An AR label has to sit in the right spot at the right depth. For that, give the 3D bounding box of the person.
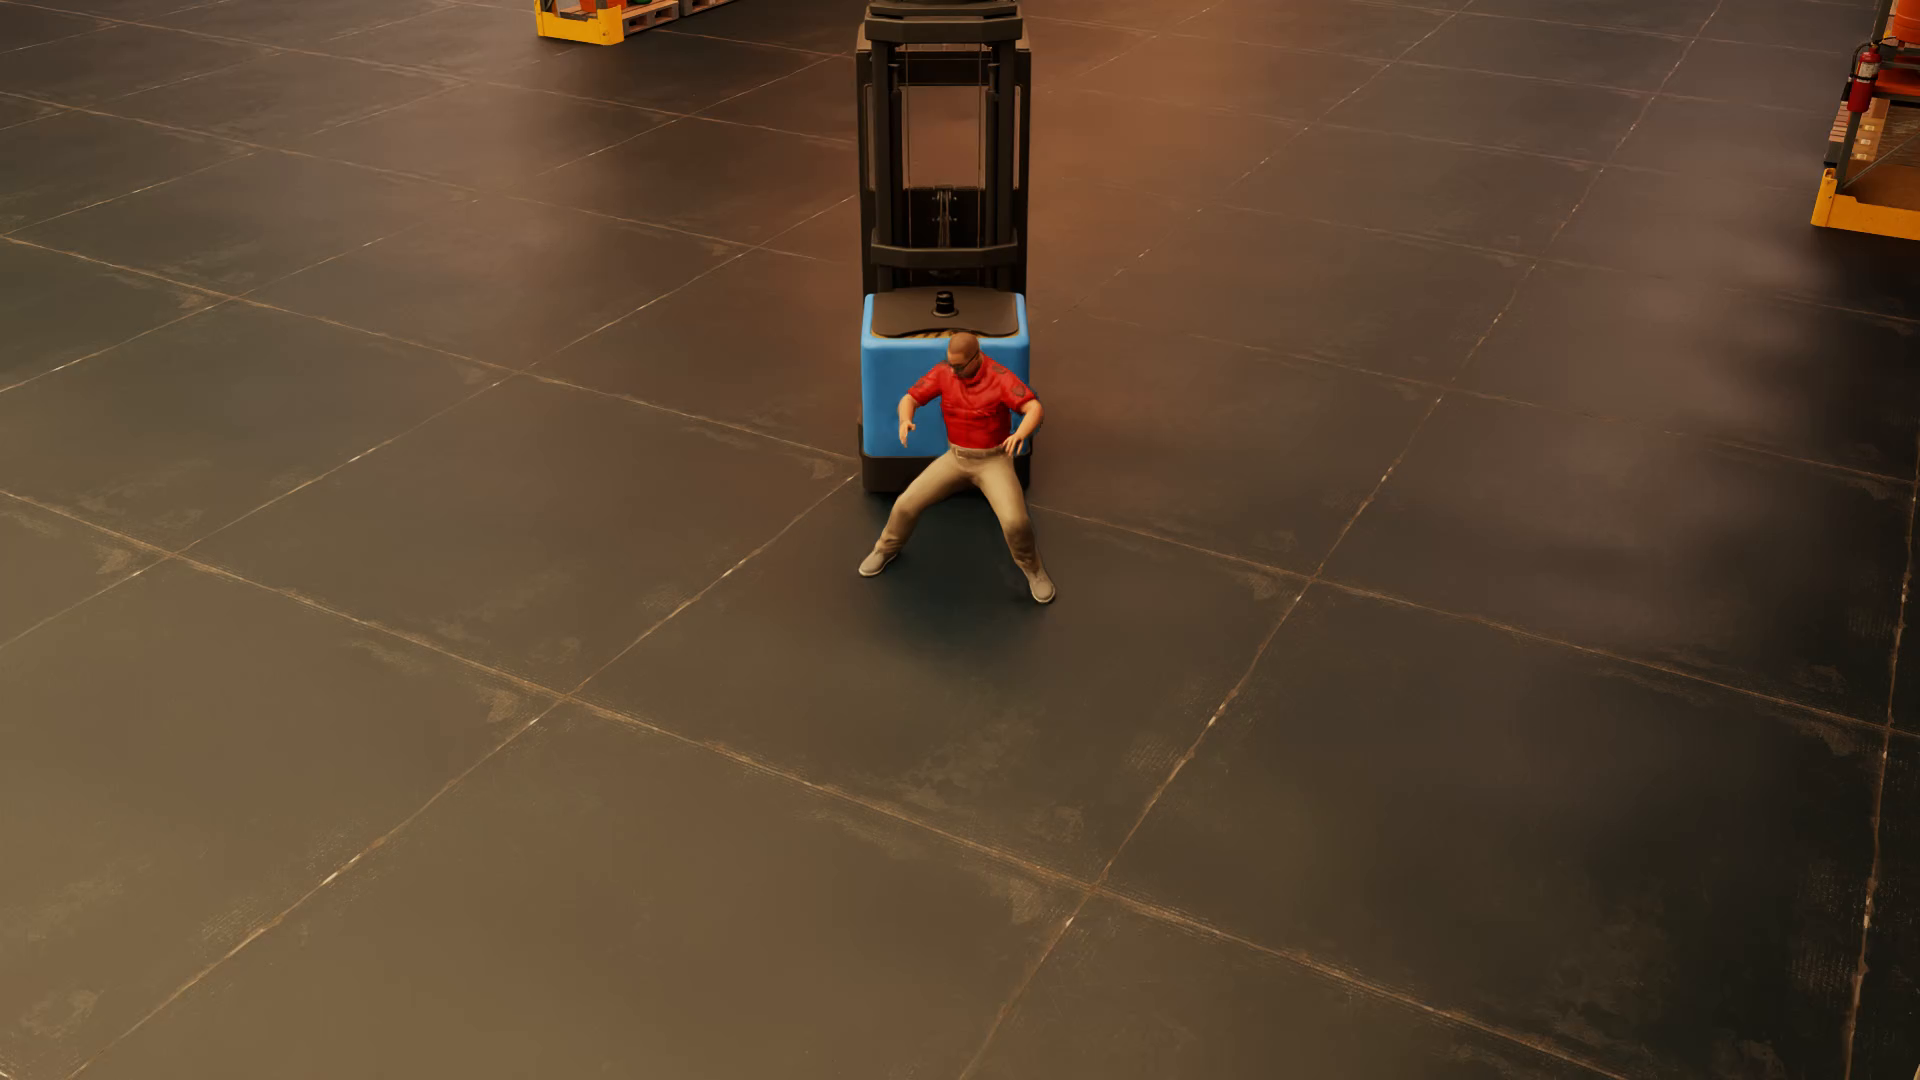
[{"bbox_3d":[0.011,-0.417,9.225,1.135,1.498,0.700,18,34,28],"label":"person"}]

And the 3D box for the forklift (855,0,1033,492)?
[{"bbox_3d":[-0.106,-2.267,10.999,1.130,2.935,3.031,0,30,-1],"label":"forklift"}]
